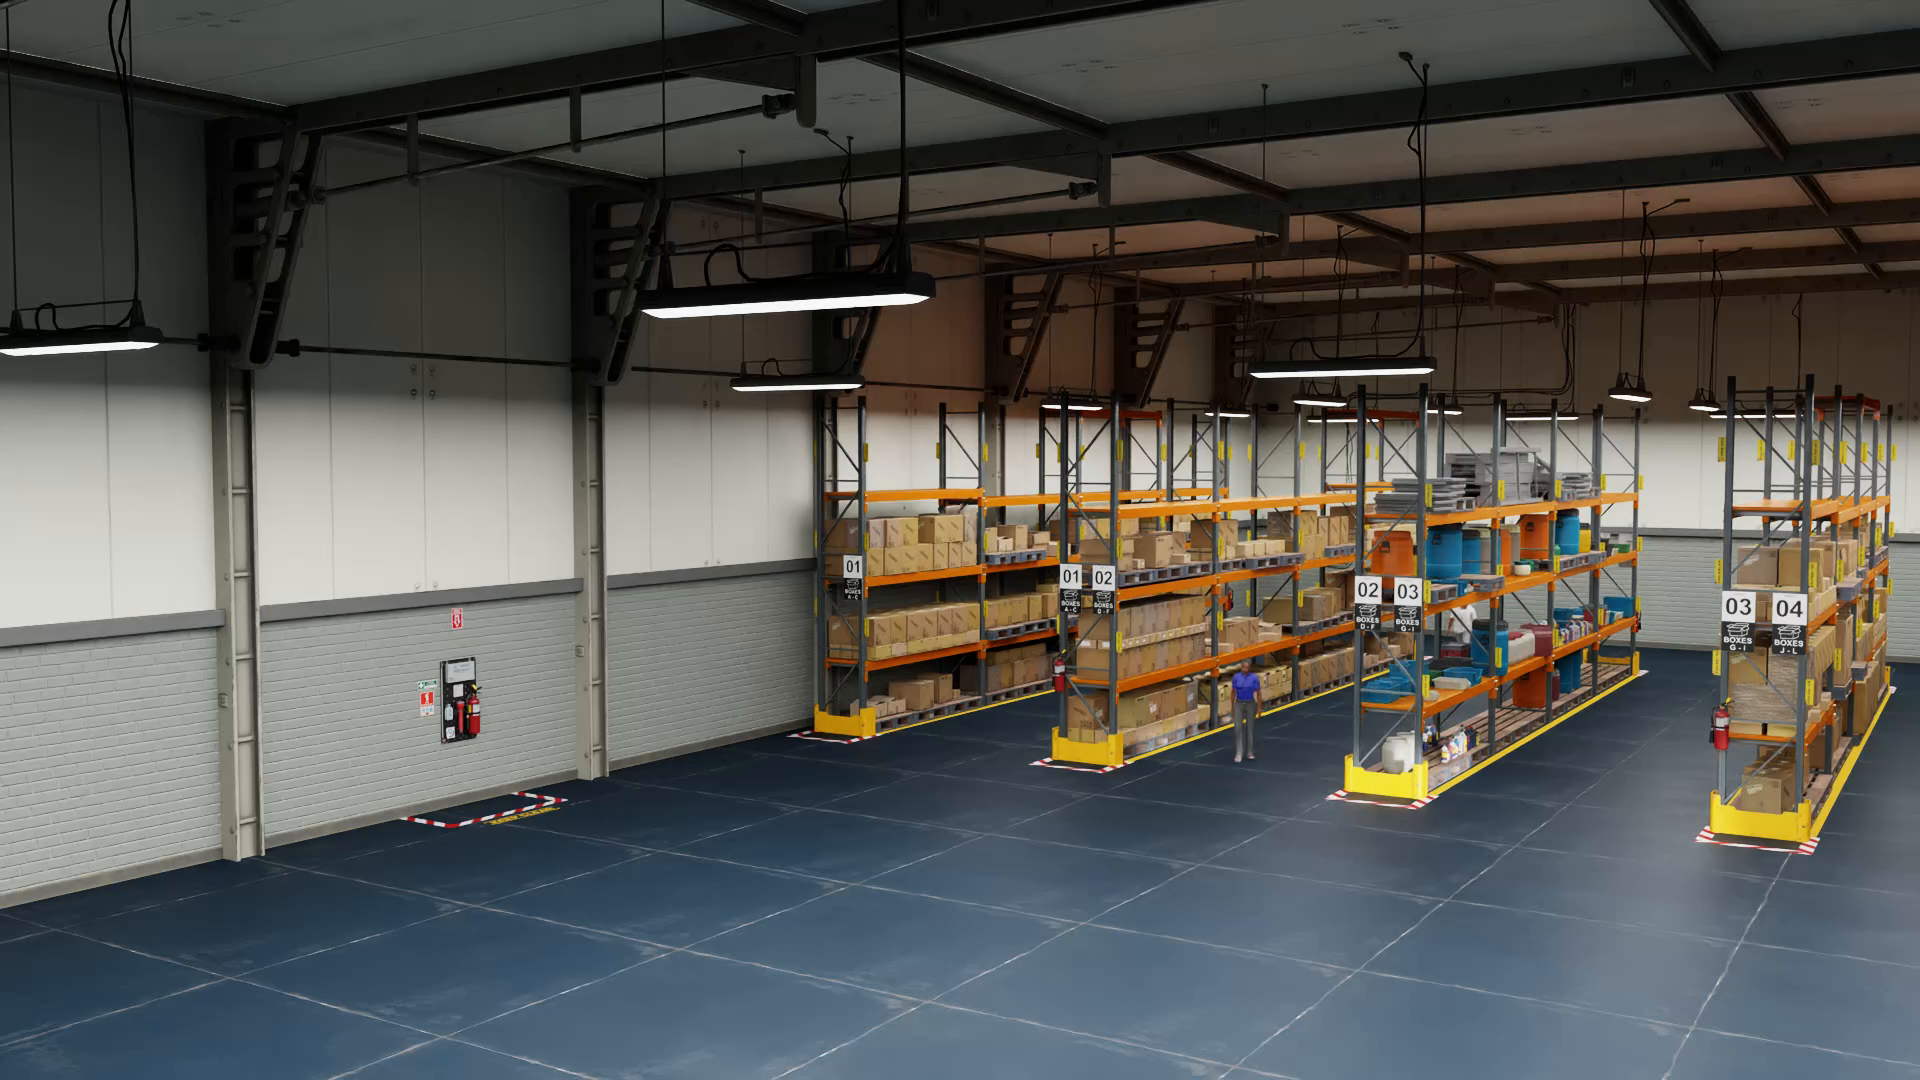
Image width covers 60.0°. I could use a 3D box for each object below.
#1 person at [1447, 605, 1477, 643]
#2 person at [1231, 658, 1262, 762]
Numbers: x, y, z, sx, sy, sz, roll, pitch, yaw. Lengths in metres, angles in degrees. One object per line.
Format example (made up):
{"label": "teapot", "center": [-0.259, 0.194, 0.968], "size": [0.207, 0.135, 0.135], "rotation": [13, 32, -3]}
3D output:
{"label": "person", "center": [11.681, 2.111, 38.669], "size": [0.656, 1.714, 1.093], "rotation": [2, 3, 29]}
{"label": "person", "center": [4.658, 2.777, 27.061], "size": [0.498, 1.725, 0.482], "rotation": [1, 3, 12]}
